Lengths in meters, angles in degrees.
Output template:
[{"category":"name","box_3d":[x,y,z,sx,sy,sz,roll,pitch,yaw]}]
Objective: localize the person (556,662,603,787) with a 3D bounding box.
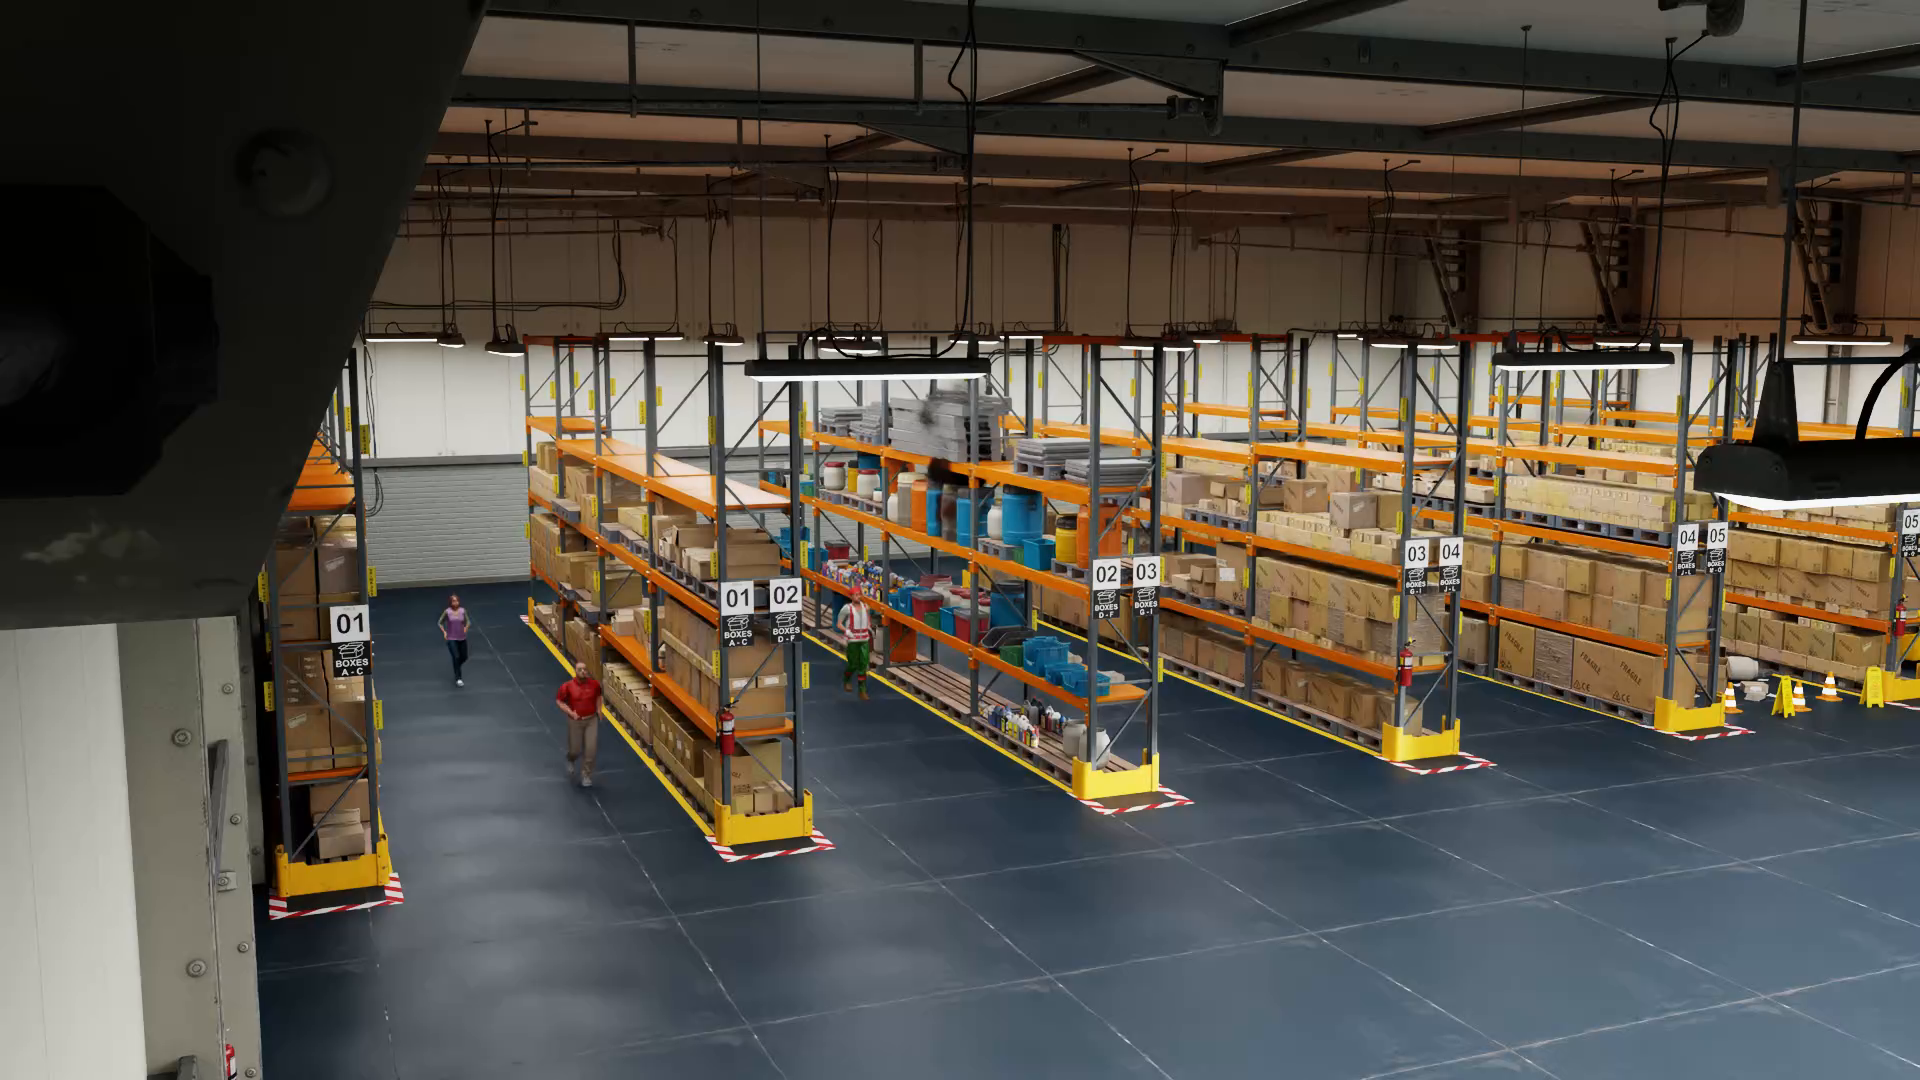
[{"category":"person","box_3d":[-5.168,2.485,22.708,0.664,1.684,0.678,-4,9,-28]}]

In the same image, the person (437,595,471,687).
[{"category":"person","box_3d":[-8.765,1.725,28.870,0.546,1.560,0.733,-4,9,-30]}]

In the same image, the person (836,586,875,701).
[{"category":"person","box_3d":[-1.639,1.633,26.636,0.656,1.799,0.790,-4,9,-28]}]

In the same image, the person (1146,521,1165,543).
[{"category":"person","box_3d":[4.825,0.002,41.588,0.687,1.607,0.587,-3,8,-22]}]
